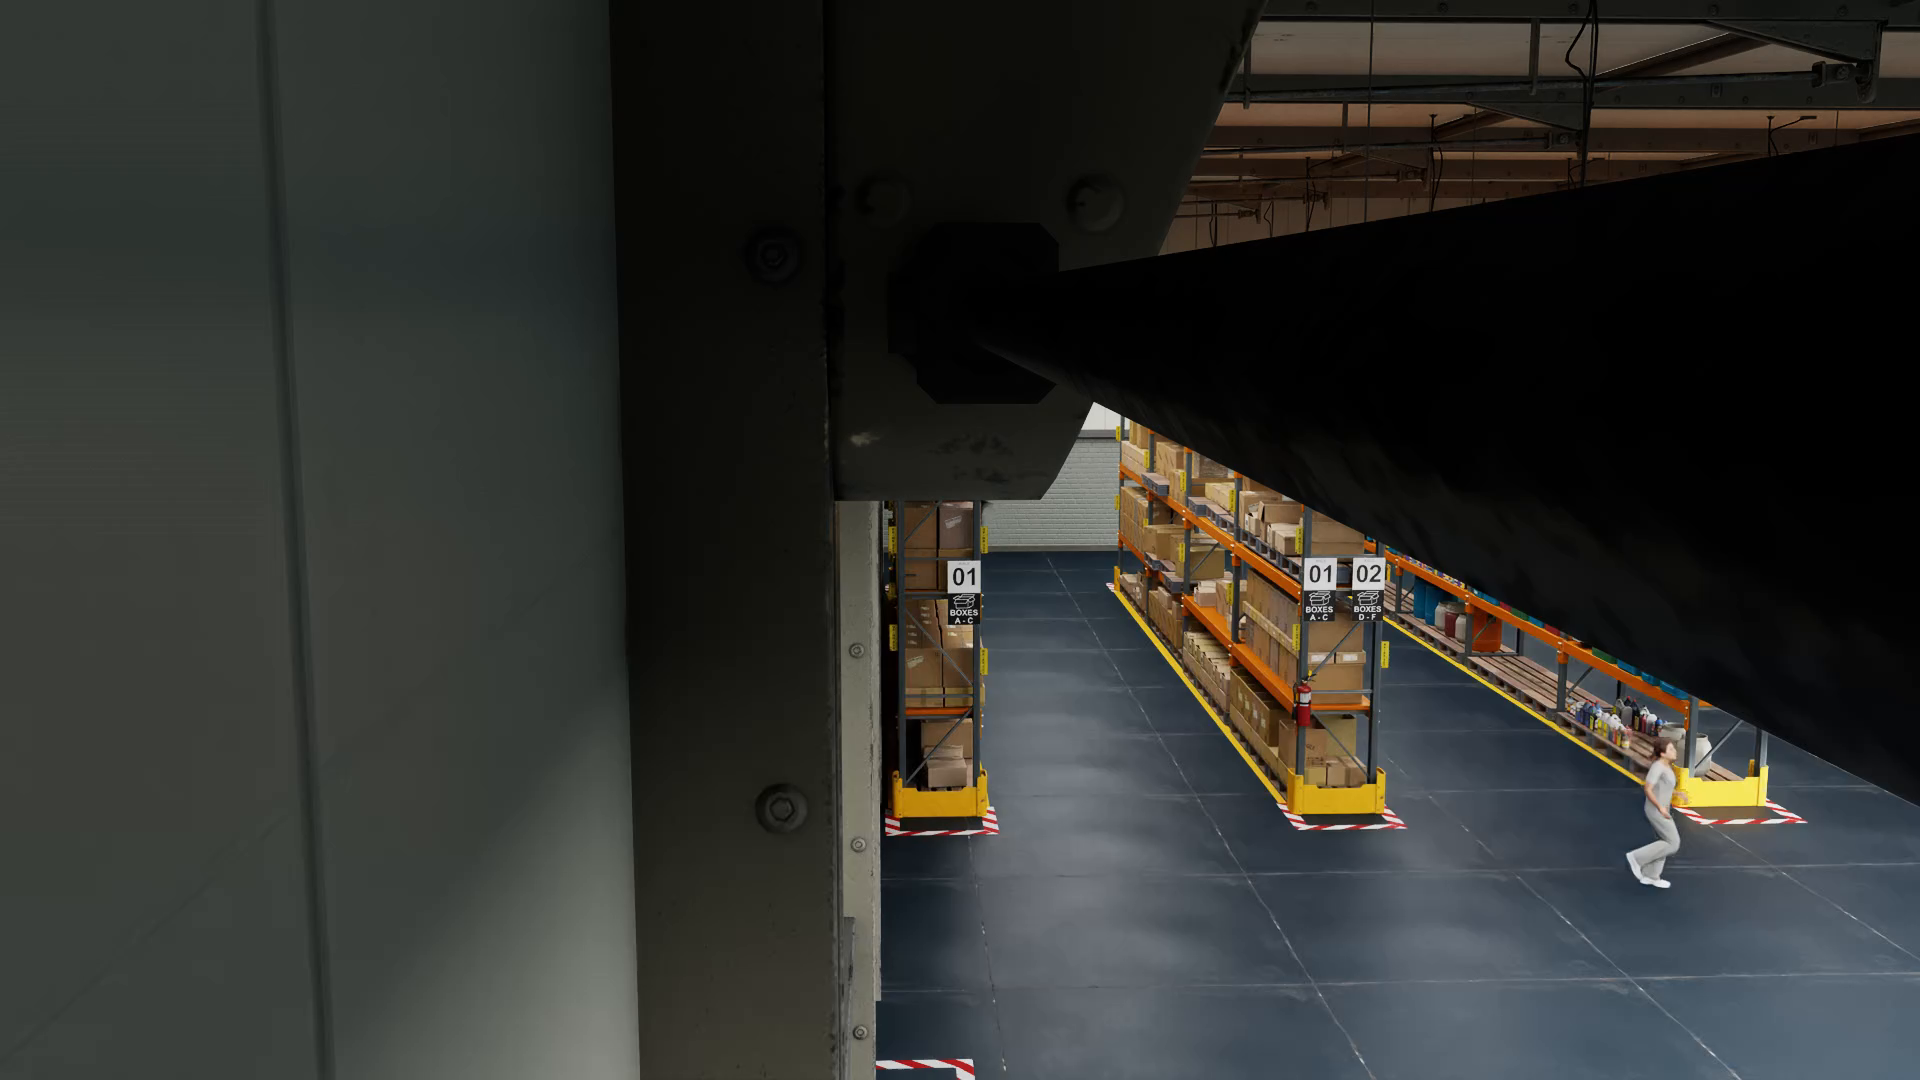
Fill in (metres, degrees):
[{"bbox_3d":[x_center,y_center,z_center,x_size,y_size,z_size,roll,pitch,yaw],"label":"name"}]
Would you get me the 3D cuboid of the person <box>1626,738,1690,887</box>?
[{"bbox_3d":[7.586,2.948,18.048,0.593,1.638,0.557,4,9,24],"label":"person"}]
